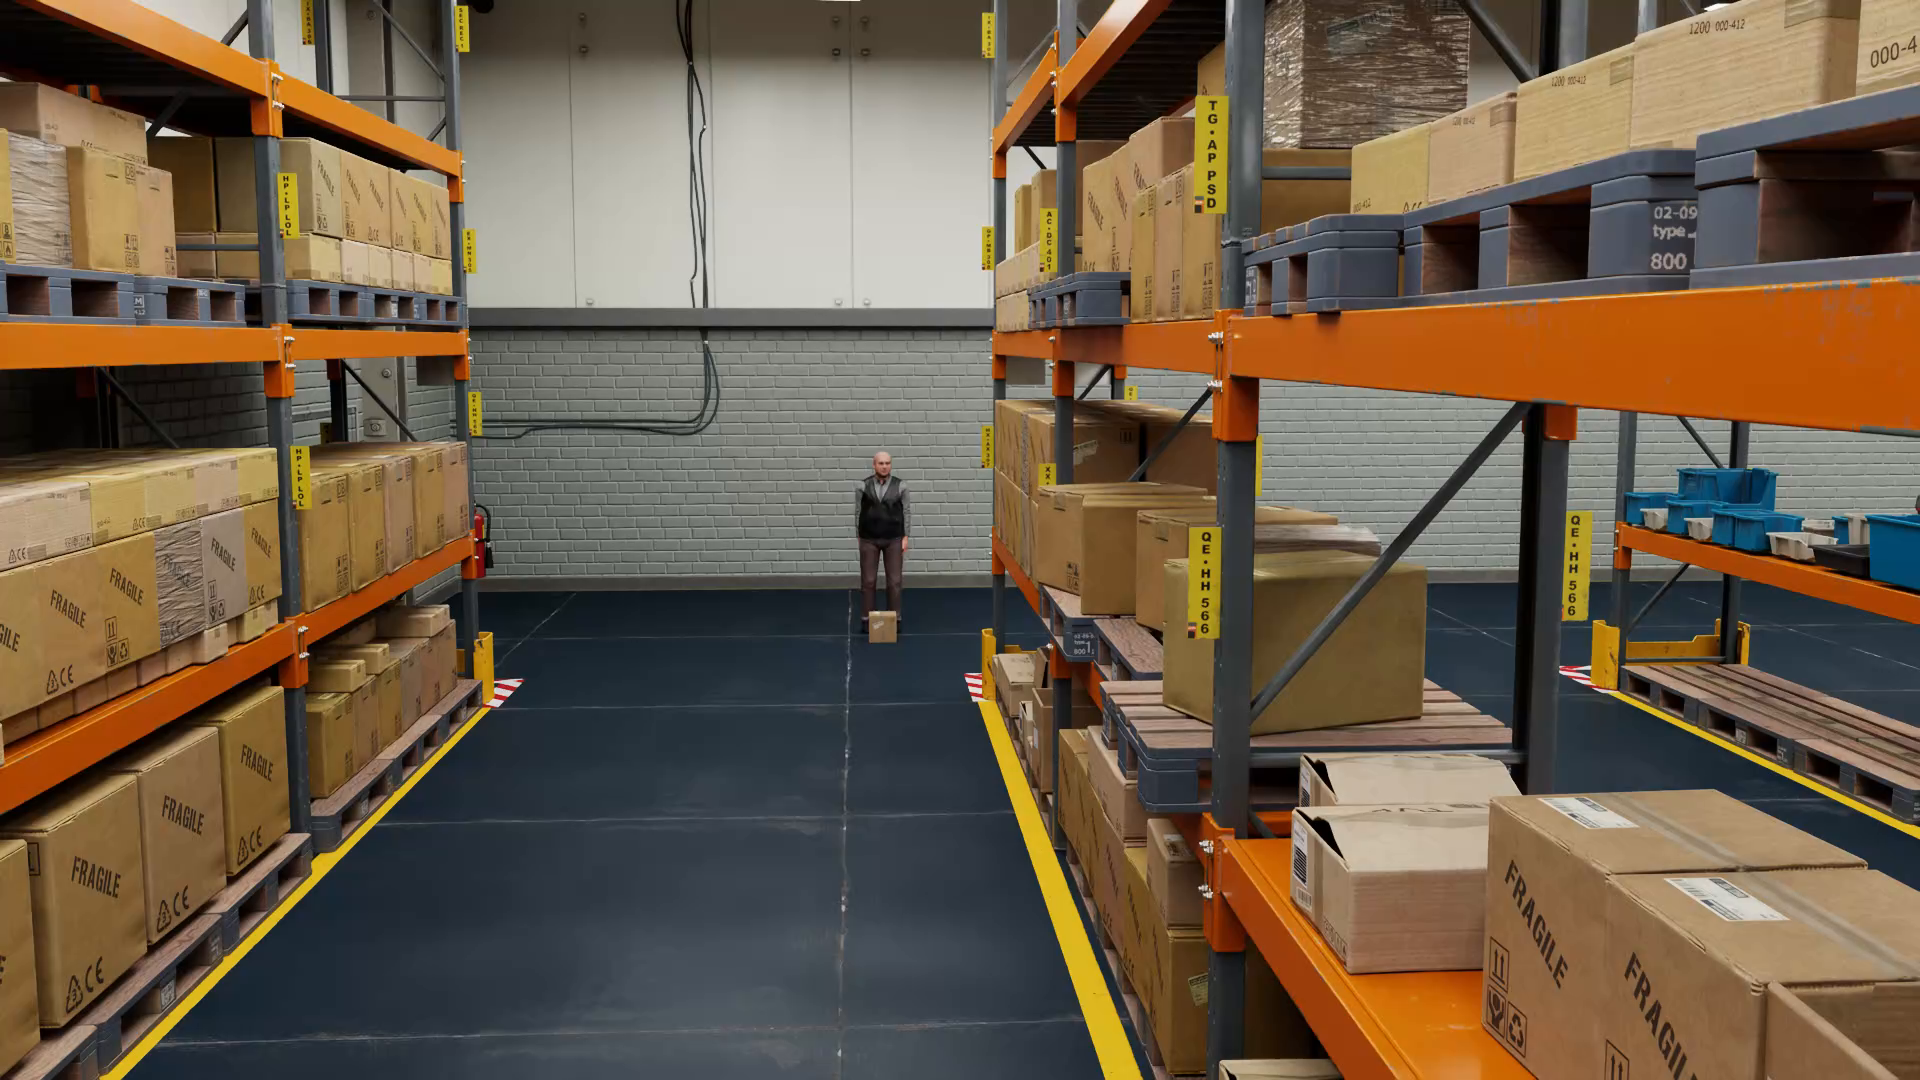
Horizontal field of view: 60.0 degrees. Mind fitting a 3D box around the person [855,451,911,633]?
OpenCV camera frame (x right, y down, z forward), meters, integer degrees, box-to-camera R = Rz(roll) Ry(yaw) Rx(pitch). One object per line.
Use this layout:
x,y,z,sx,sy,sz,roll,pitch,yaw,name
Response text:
-0.726,0.017,15.728,0.532,1.716,0.360,0,7,-3,person
